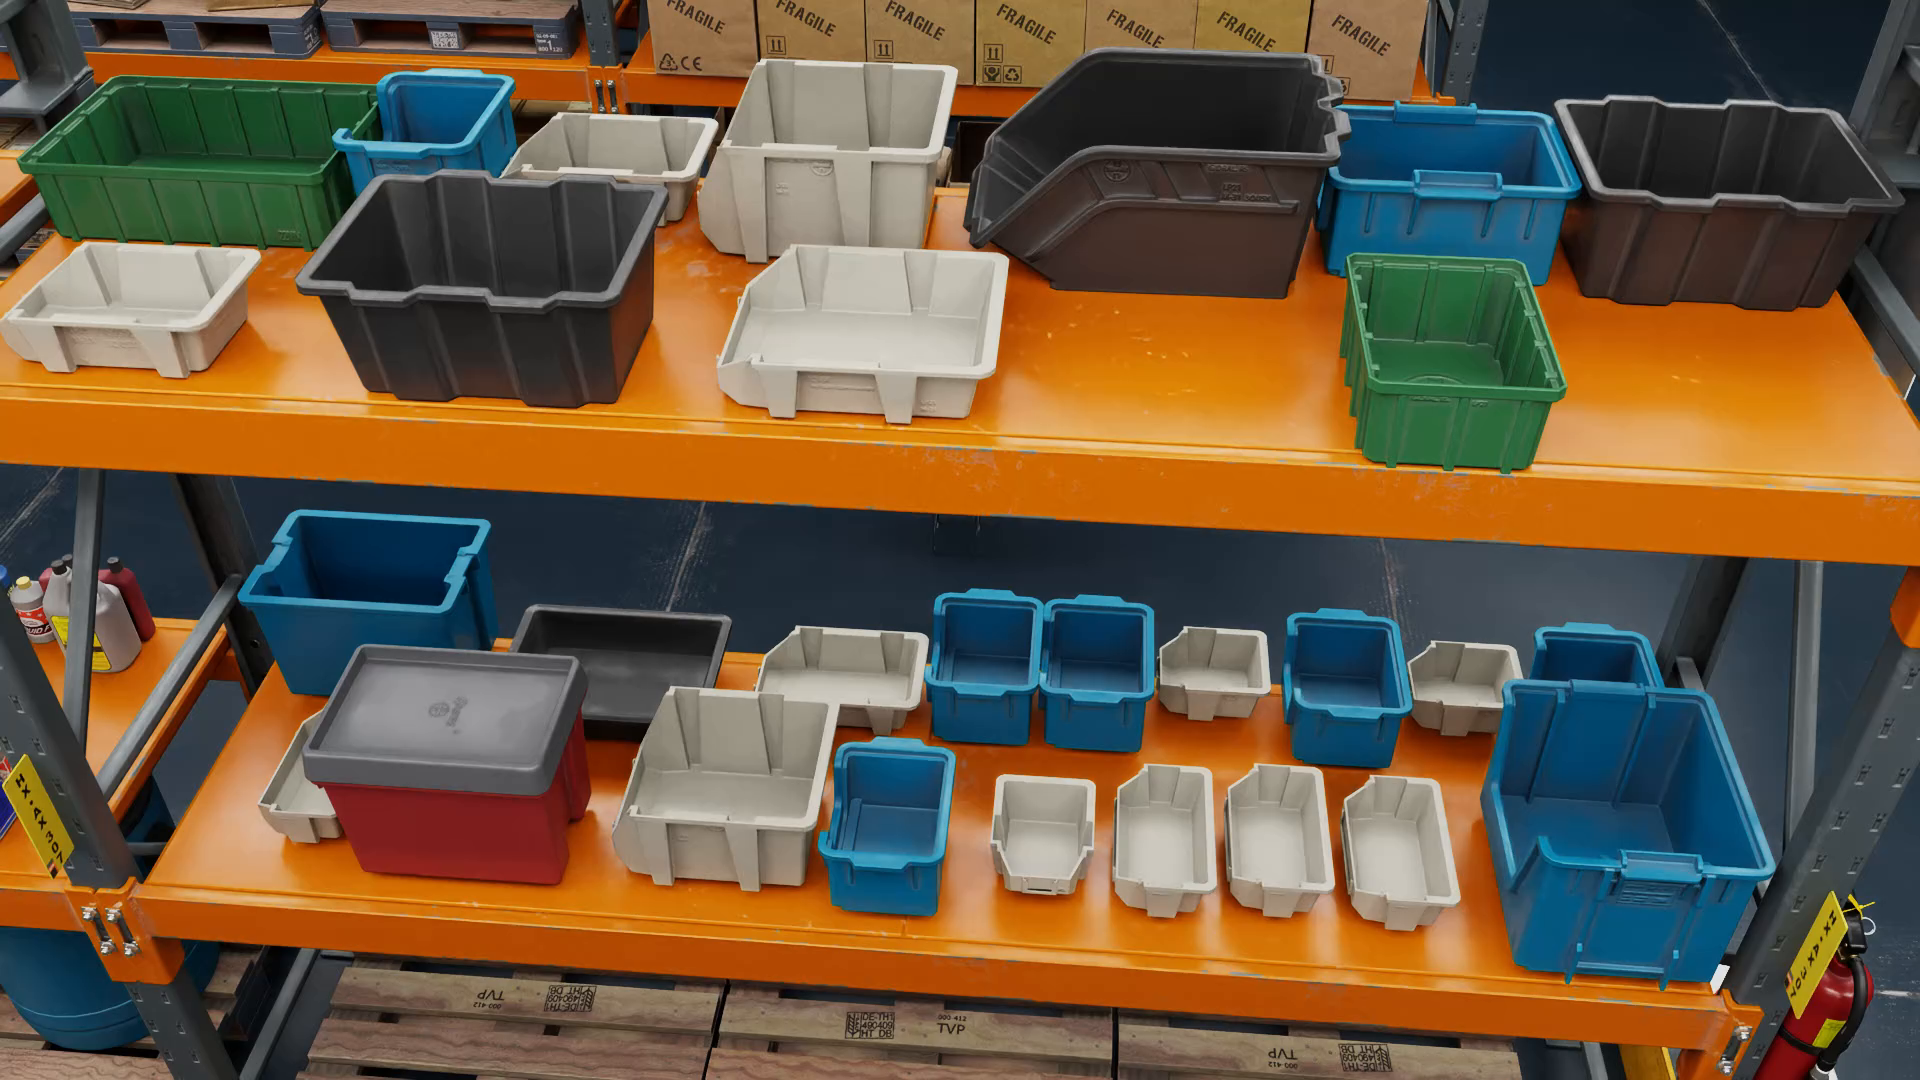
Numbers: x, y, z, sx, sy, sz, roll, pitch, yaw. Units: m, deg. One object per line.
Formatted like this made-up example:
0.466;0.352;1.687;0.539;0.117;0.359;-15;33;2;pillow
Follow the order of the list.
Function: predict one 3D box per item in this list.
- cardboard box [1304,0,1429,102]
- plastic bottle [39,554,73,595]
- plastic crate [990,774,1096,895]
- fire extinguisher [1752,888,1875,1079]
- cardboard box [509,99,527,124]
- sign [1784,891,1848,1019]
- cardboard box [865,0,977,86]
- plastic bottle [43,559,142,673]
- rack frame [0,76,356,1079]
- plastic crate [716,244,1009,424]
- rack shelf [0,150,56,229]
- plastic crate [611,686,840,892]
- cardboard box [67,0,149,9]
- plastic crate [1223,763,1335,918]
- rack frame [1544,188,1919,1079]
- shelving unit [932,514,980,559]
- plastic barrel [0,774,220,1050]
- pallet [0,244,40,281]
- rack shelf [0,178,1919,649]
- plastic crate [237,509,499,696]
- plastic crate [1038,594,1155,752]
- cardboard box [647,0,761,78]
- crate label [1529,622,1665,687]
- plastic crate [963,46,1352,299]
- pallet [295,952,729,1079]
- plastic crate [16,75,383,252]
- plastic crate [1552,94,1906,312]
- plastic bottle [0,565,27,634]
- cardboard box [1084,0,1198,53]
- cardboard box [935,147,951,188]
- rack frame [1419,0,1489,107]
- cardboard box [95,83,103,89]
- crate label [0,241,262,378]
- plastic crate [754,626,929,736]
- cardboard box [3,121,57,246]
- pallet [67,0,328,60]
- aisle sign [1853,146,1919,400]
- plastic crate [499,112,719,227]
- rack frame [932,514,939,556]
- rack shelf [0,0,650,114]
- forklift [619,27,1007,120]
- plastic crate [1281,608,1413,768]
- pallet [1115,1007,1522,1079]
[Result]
1.858;-2.383;7.722;0.500;0.500;0.500;4;39;5;cardboard box
-2.550;0.156;4.774;0.133;0.283;0.061;3;39;4;plastic bottle
0.205;0.744;4.121;0.250;0.136;0.298;3;39;4;plastic crate
2.008;1.093;3.888;0.183;0.674;0.296;3;39;4;fire extinguisher
-2.651;-2.111;9.099;0.500;0.500;0.500;4;39;4;cardboard box
1.865;0.908;3.629;0.005;0.325;0.100;3;39;4;sign
-0.165;-2.494;7.858;0.500;0.500;0.500;3;39;4;cardboard box
-2.452;0.201;4.667;0.185;0.351;0.144;3;39;4;plastic bottle
-2.089;0.407;4.374;0.127;3.000;1.000;3;39;4;rack frame
-0.184;-0.393;3.190;0.530;0.136;0.437;3;39;4;plastic crate
-4.081;-0.587;3.788;4.000;0.370;1.077;3;39;4;rack shelf
-0.583;0.628;4.148;0.530;0.282;0.437;3;39;4;plastic crate
-4.111;-2.995;8.141;0.500;0.500;0.700;10;40;12;cardboard box
0.781;0.748;4.116;0.243;0.136;0.396;3;39;4;plastic crate
1.896;0.624;4.107;0.127;3.000;1.000;3;39;4;rack frame
-0.014;-0.466;6.872;0.189;1.200;0.258;3;39;4;shelving unit
-2.629;1.017;4.954;0.708;0.901;0.600;3;39;4;plastic barrel
-4.902;-1.780;9.270;1.213;0.211;1.003;3;39;4;pallet
-0.096;-0.369;3.521;4.000;0.370;1.077;3;39;4;rack shelf
-1.594;0.200;4.593;0.575;0.384;0.392;3;39;4;plastic crate
0.367;0.374;4.500;0.300;0.233;0.416;3;39;4;plastic crate
-1.173;-2.548;7.925;0.500;0.500;0.500;4;39;5;cardboard box
1.679;0.446;4.411;0.303;0.233;0.416;3;39;4;crate label
0.398;-0.771;3.494;0.767;0.338;0.504;3;39;4;plastic crate
-1.353;1.504;5.235;1.213;0.211;1.003;3;39;4;pallet
-1.640;-0.842;3.699;0.662;0.188;0.450;3;39;4;plastic crate
1.537;-0.684;3.442;0.590;0.269;0.497;3;39;4;plastic crate
-2.764;0.161;4.778;0.097;0.271;0.097;0;39;0;plastic bottle
0.844;-2.439;7.791;0.500;0.500;0.500;3;39;4;cardboard box
-0.318;-1.943;9.042;0.500;0.311;0.500;3;39;4;cardboard box
2.328;-2.491;7.934;0.127;3.000;1.000;3;39;4;rack frame
-4.634;-2.515;9.001;0.500;0.250;0.500;5;39;6;cardboard box
-1.626;-0.446;3.255;0.466;0.136;0.293;3;39;4;crate label
-0.328;0.391;4.554;0.466;0.136;0.293;3;39;4;plastic crate
-4.692;-1.898;8.837;0.500;0.500;0.500;2;39;2;cardboard box
-3.705;-2.749;8.403;1.213;0.211;1.003;3;39;4;pallet
1.994;-0.567;3.511;0.004;0.787;0.394;3;39;4;aisle sign
-0.789;-0.825;3.720;0.466;0.136;0.293;3;39;4;plastic crate
-0.106;-0.471;6.878;0.006;1.200;0.240;3;39;4;rack frame
-3.650;-2.538;8.562;4.000;0.370;1.077;3;39;4;rack shelf
-0.971;-4.165;10.045;3.031;2.935;1.130;4;39;4;forklift
1.023;0.410;4.455;0.300;0.233;0.416;3;39;4;plastic crate
1.078;1.637;5.072;1.213;0.211;1.003;3;39;4;pallet
